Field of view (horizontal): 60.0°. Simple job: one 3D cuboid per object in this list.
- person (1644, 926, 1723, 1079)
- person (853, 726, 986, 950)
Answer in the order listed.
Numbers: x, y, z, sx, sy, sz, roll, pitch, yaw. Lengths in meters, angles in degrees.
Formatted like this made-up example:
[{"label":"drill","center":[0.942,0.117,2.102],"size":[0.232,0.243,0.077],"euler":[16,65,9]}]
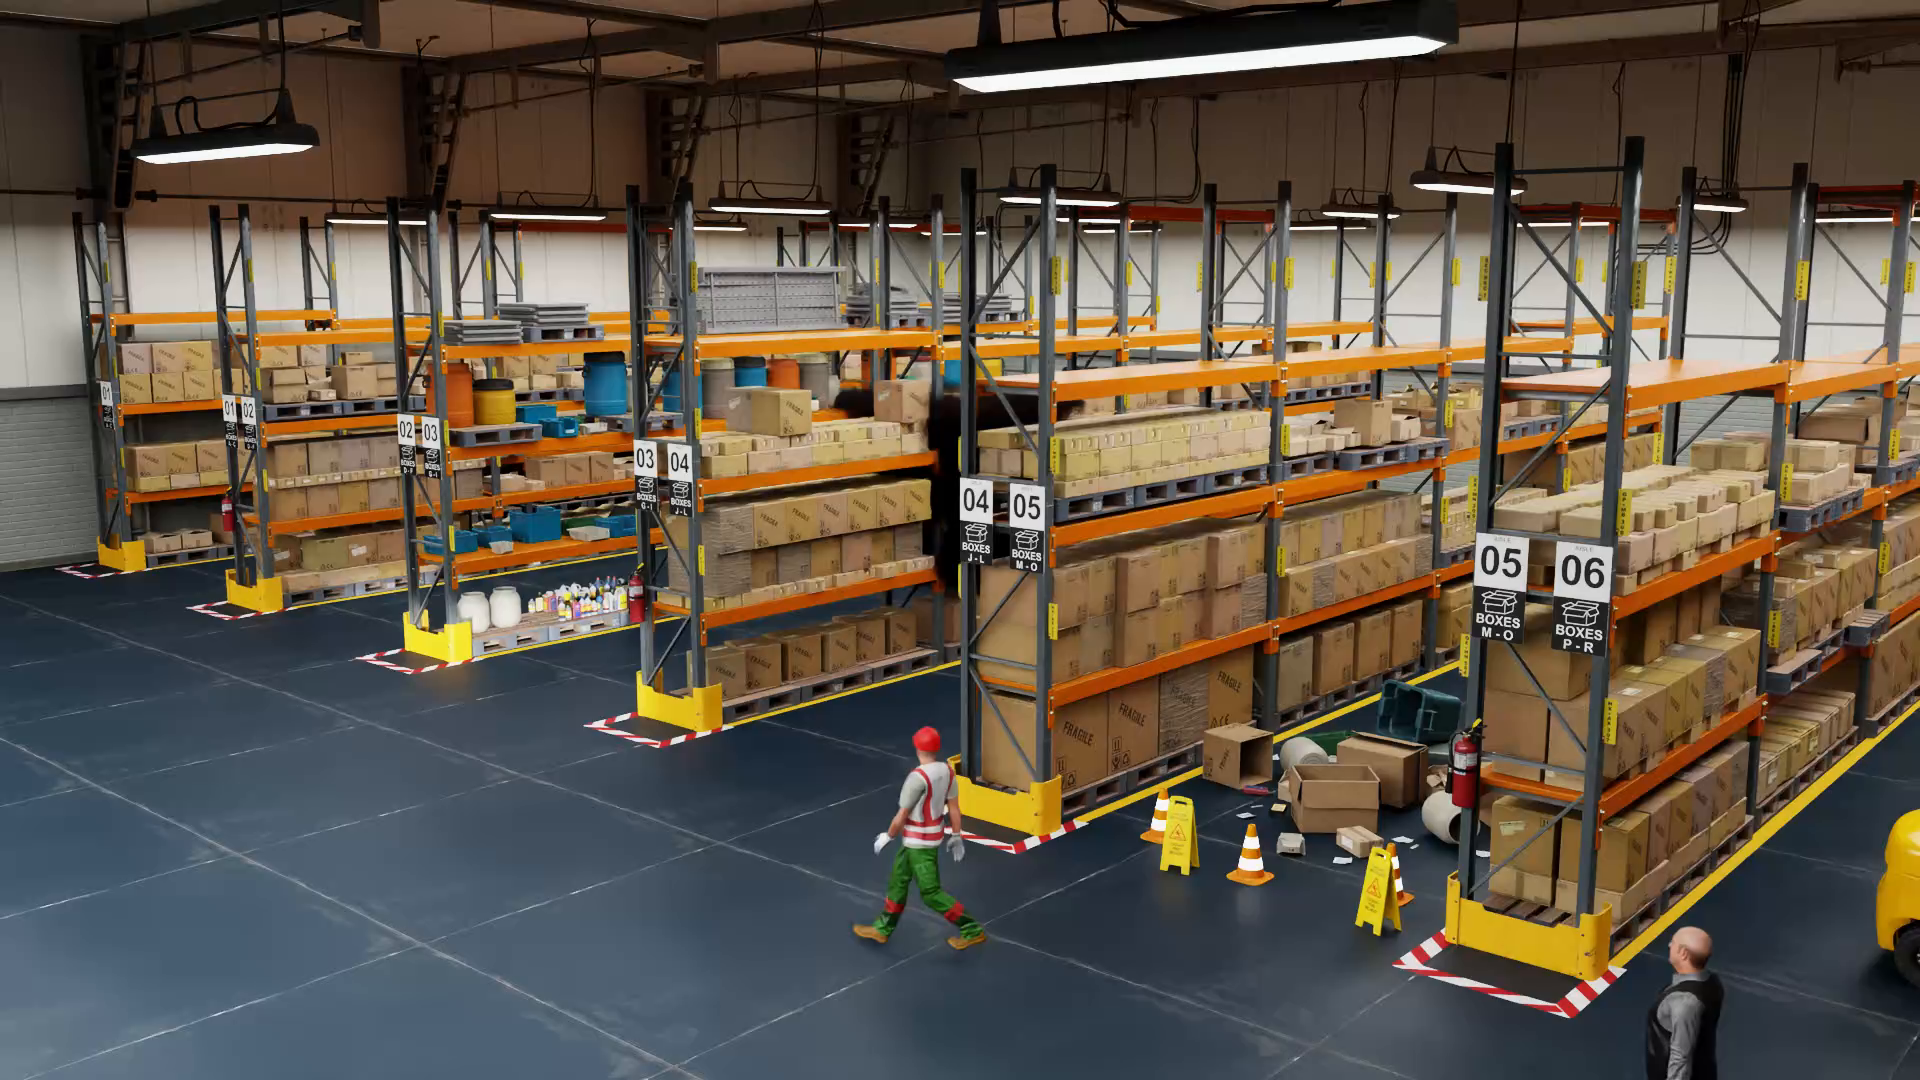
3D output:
[{"label":"person","center":[3.795,2.876,8.790],"size":[0.391,1.730,0.564],"euler":[3,10,18]},{"label":"person","center":[-0.319,2.256,12.507],"size":[1.047,1.748,0.483],"euler":[1,9,4]}]
